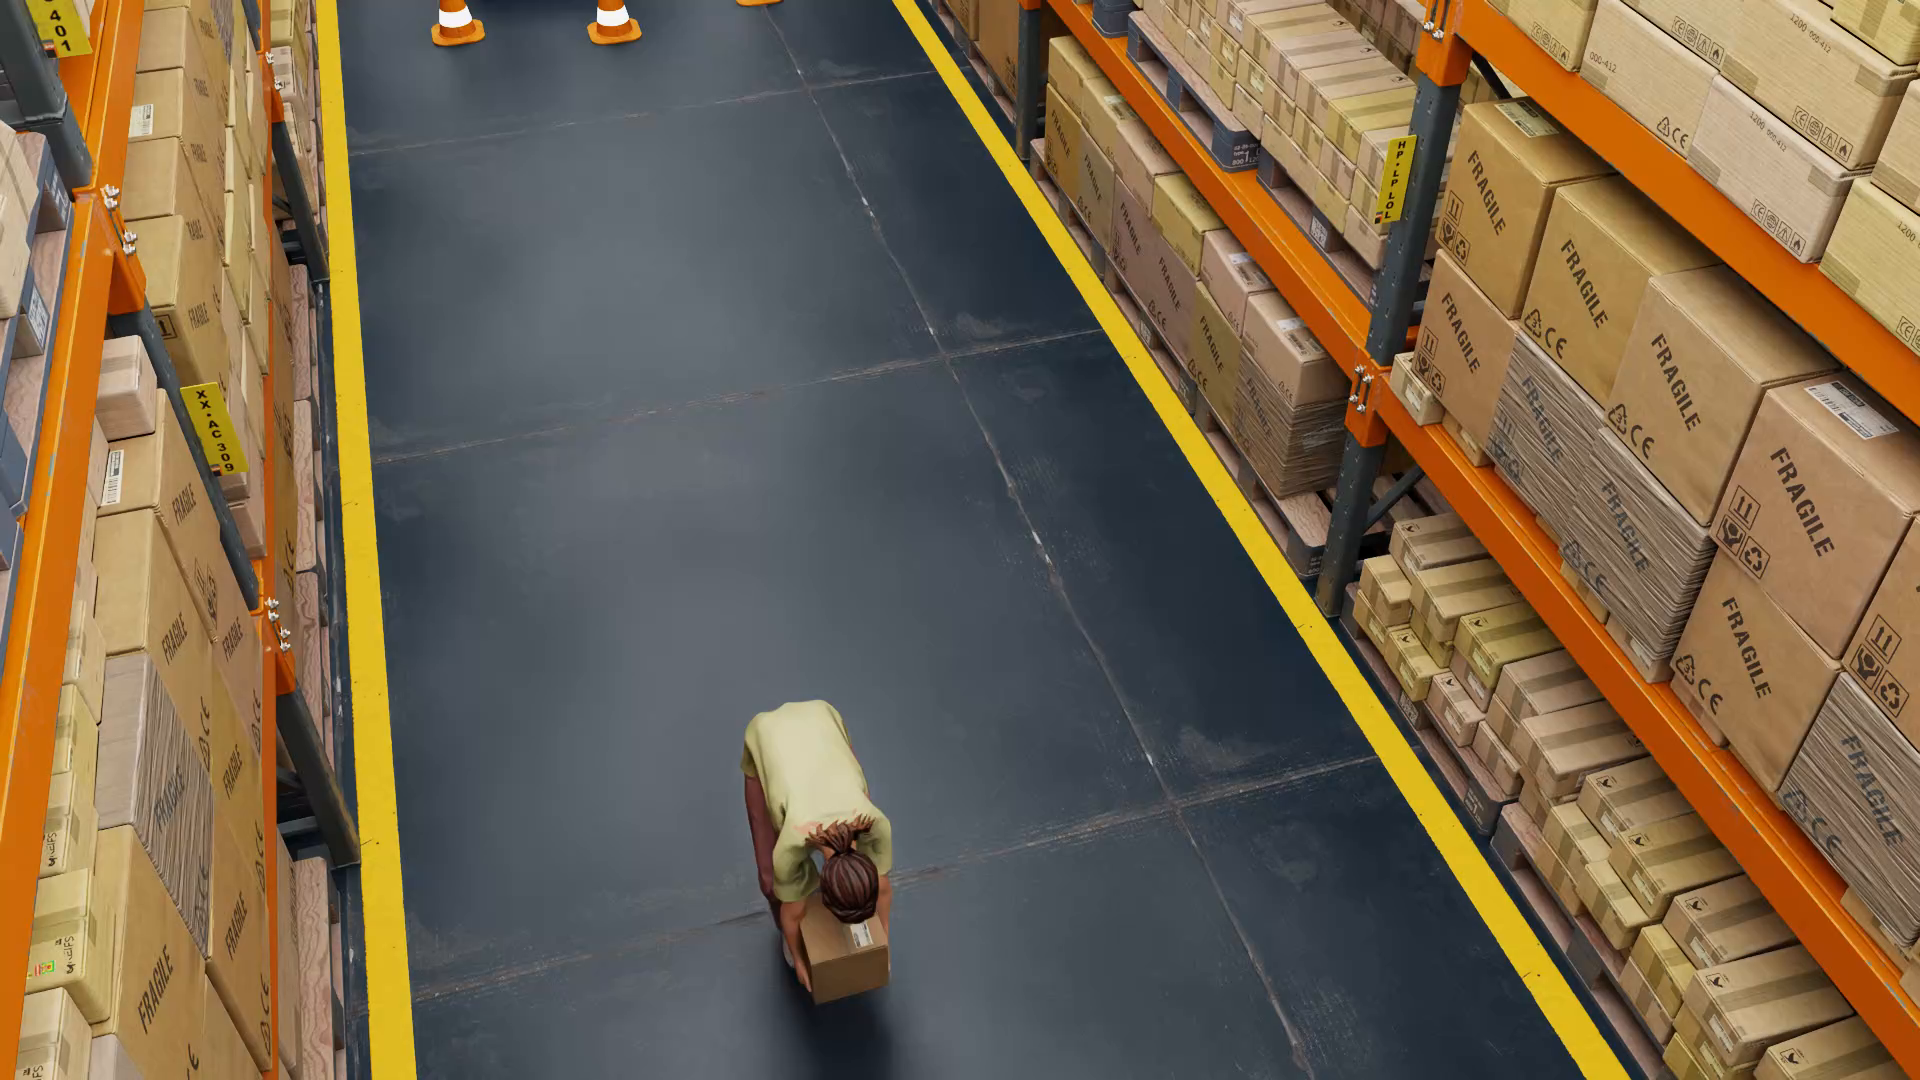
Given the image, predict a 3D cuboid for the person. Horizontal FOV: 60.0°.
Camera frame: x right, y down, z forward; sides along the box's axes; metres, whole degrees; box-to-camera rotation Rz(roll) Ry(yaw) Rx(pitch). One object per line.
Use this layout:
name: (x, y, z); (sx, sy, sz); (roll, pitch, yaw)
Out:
person: (-0.431, 1.093, 5.429); (0.428, 1.051, 0.872); (-13, 44, -14)
